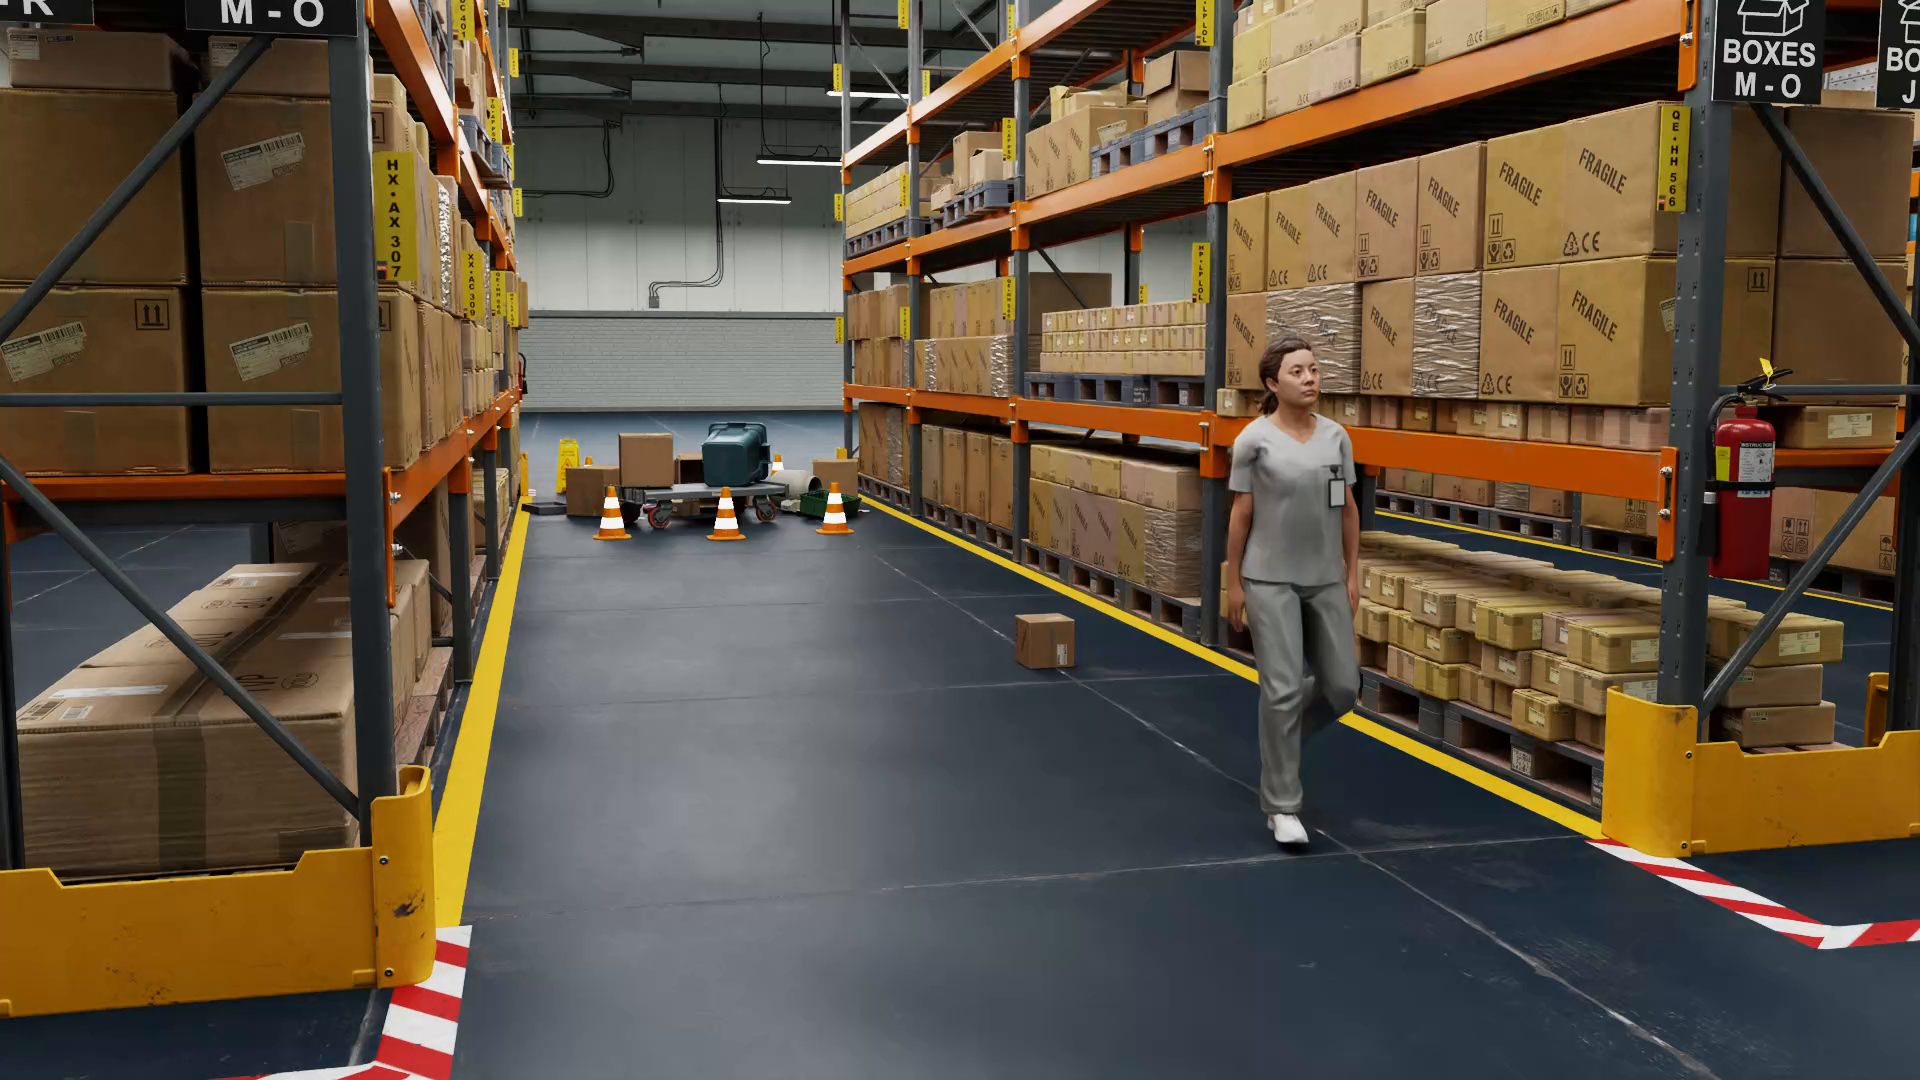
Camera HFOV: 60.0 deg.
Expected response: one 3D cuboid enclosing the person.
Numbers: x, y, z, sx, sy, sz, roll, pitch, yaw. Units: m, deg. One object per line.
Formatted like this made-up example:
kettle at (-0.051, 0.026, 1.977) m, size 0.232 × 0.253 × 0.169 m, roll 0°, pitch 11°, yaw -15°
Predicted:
person at (1.114, 0.146, 5.654) m, size 0.461 × 1.655 × 0.678 m, roll -1°, pitch 6°, yaw -11°
